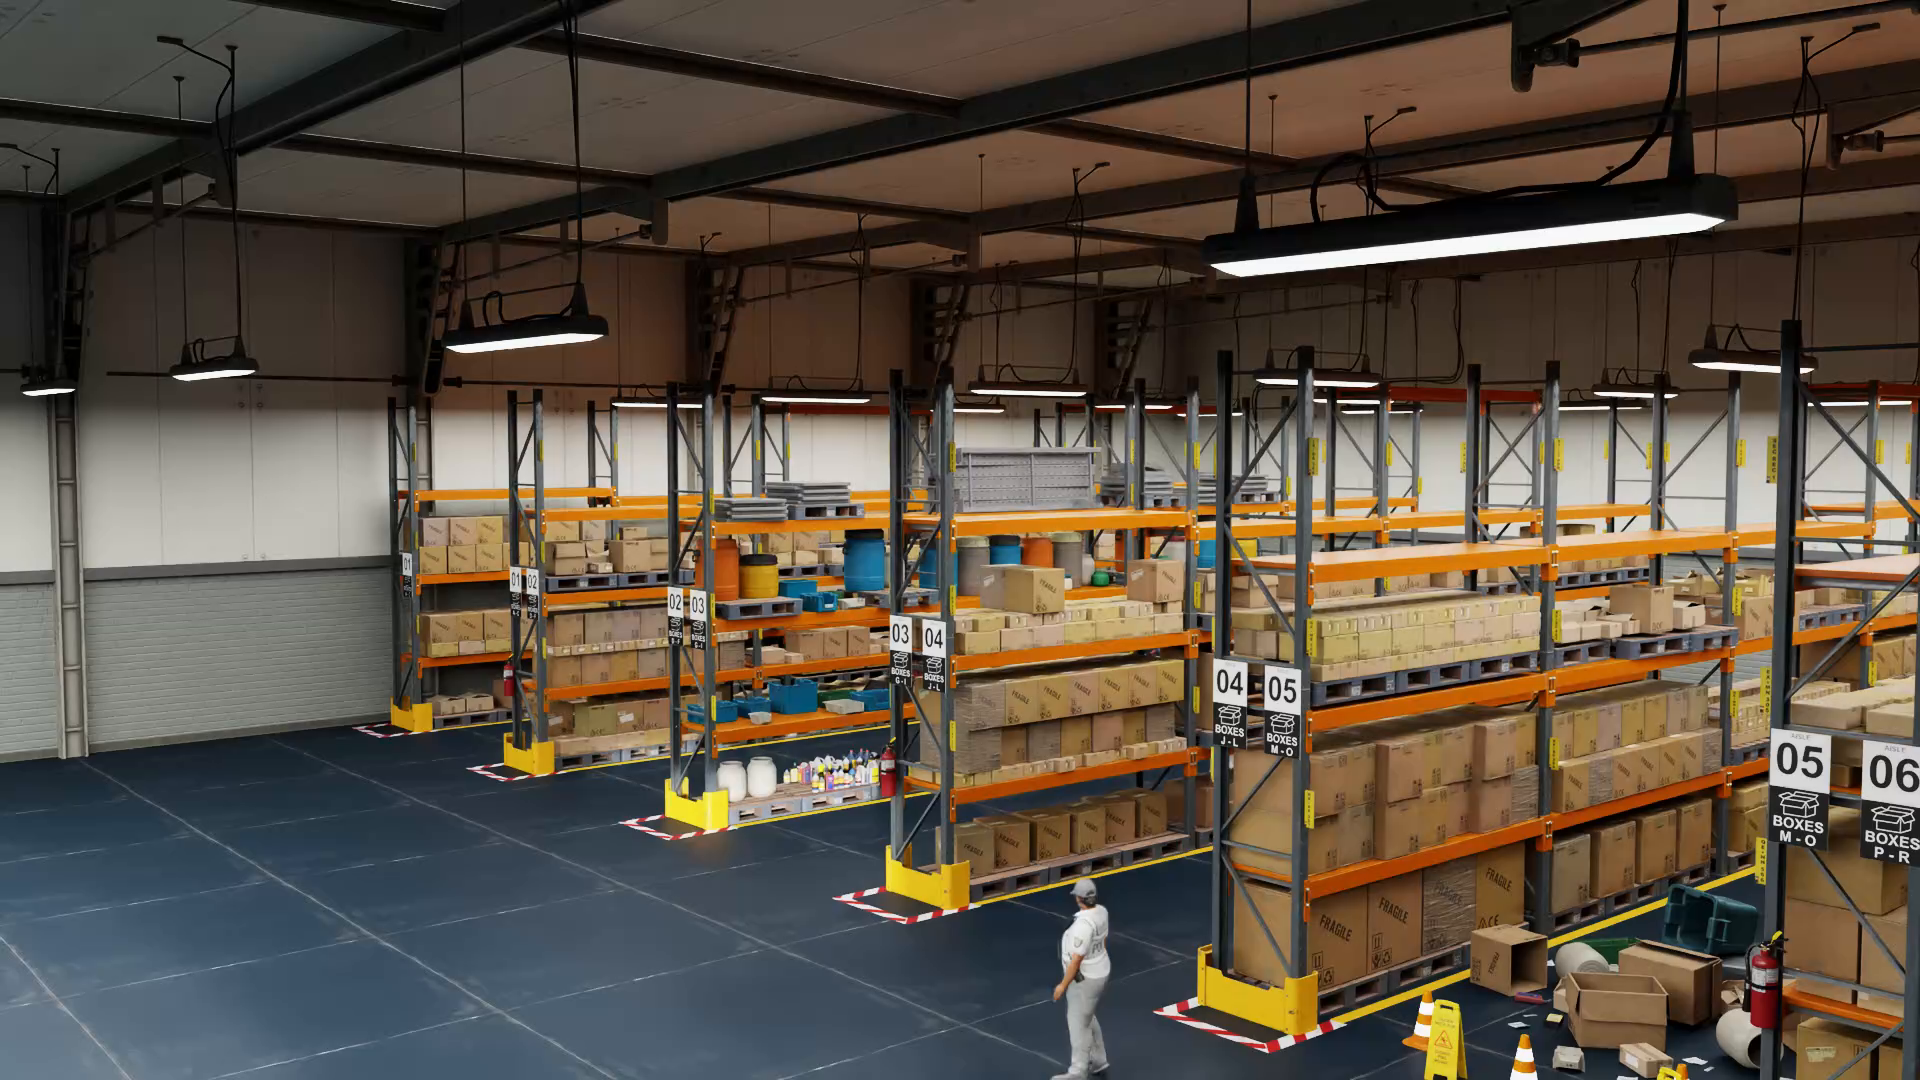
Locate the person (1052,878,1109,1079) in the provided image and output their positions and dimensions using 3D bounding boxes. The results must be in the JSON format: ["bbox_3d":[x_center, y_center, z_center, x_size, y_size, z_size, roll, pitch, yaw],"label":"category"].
[{"bbox_3d":[0.982,3.575,13.470,0.416,1.722,0.594,1,3,17],"label":"person"}]

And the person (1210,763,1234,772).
[{"bbox_3d":[3.801,2.879,24.370,0.589,1.781,0.386,1,3,13],"label":"person"}]
